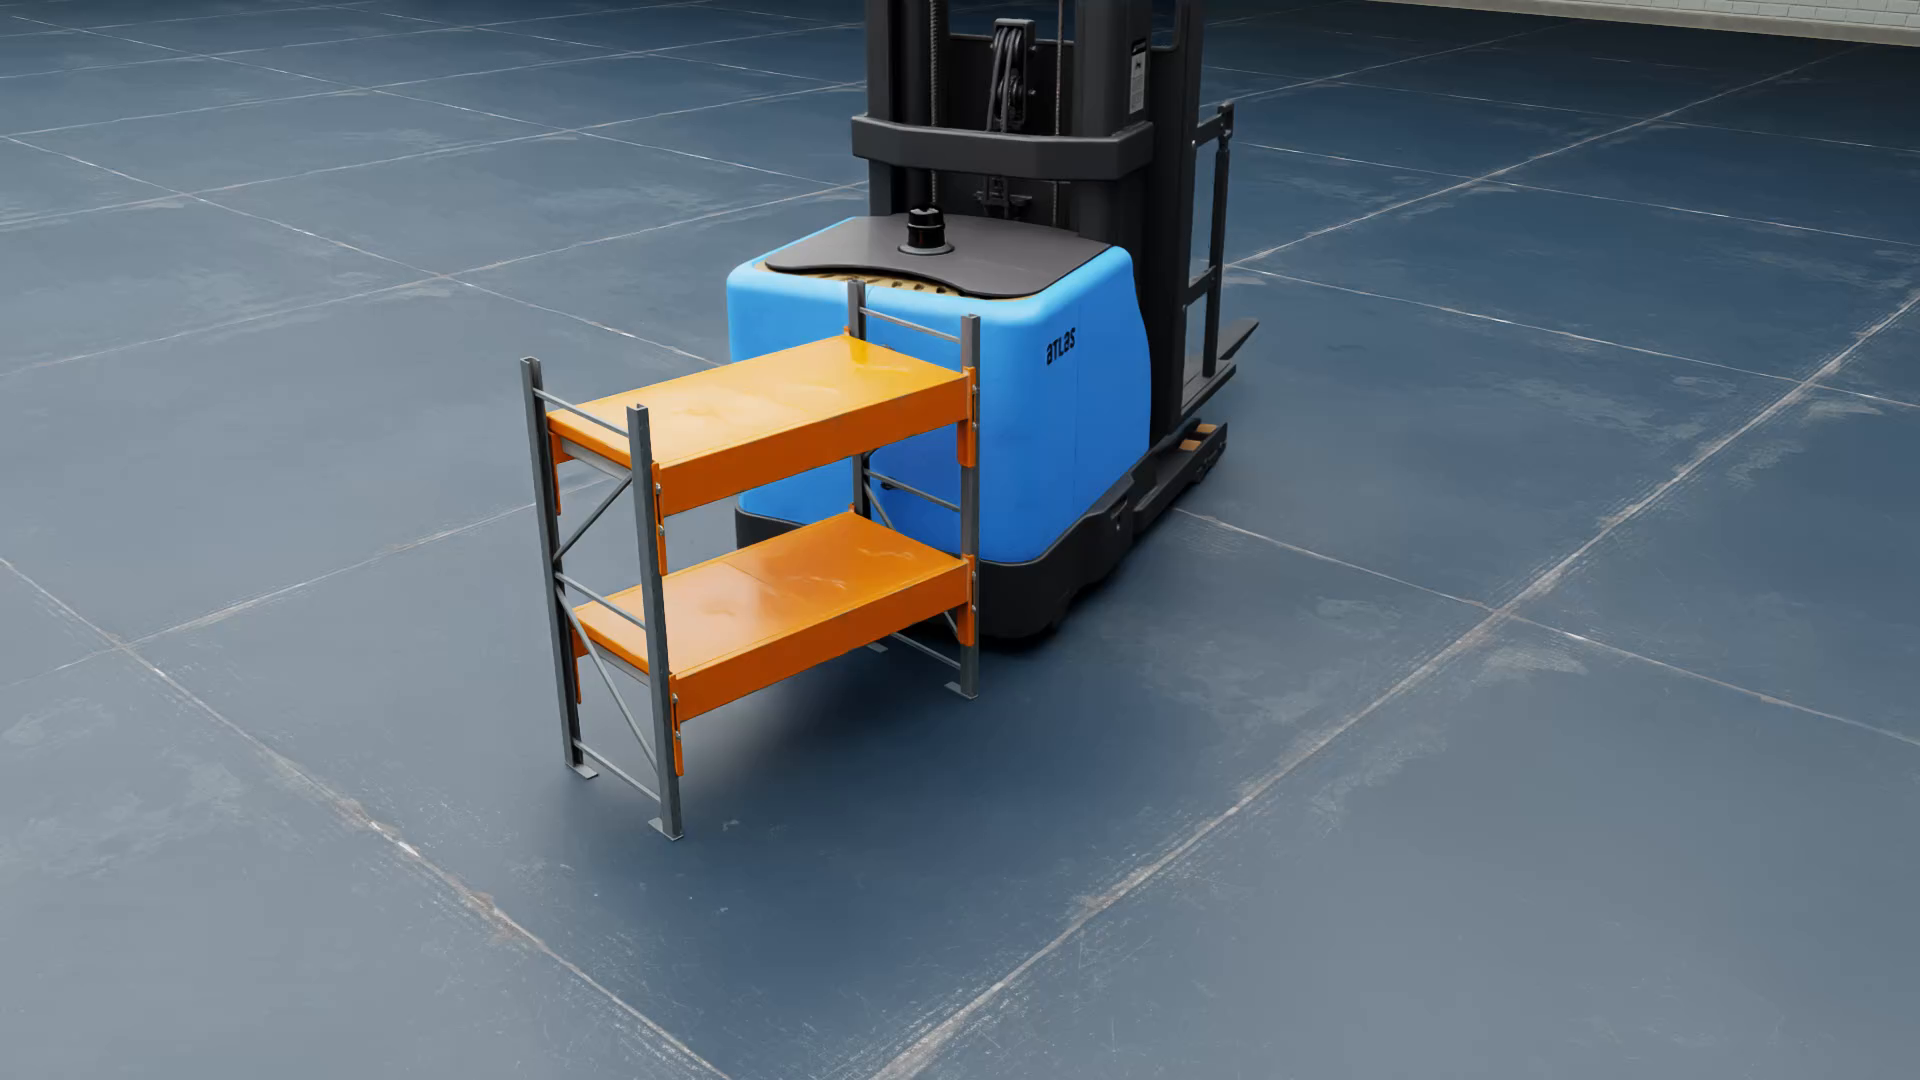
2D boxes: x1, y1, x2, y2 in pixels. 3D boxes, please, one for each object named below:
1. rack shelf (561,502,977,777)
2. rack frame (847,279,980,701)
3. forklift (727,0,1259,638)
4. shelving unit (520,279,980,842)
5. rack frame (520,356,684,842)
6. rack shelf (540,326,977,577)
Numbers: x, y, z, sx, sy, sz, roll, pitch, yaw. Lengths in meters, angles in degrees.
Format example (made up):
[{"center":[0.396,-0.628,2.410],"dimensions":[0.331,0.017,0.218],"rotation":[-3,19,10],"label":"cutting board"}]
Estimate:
[{"center":[-0.498,0.232,4.456],"dimensions":[1.000,0.278,0.538],"rotation":[-21,32,-39],"label":"rack shelf"},{"center":[-0.130,-0.135,4.675],"dimensions":[0.032,1.125,0.500],"rotation":[-21,32,-39],"label":"rack frame"},{"center":[0.376,-1.616,5.773],"dimensions":[1.130,2.935,3.031],"rotation":[11,26,23],"label":"forklift"},{"center":[-0.498,0.009,4.356],"dimensions":[1.048,1.125,0.538],"rotation":[-21,32,-39],"label":"shelving unit"},{"center":[-0.867,0.152,4.036],"dimensions":[0.032,1.125,0.500],"rotation":[-21,32,-39],"label":"rack frame"},{"center":[-0.498,-0.258,4.236],"dimensions":[1.000,0.278,0.538],"rotation":[-21,32,-39],"label":"rack shelf"}]
